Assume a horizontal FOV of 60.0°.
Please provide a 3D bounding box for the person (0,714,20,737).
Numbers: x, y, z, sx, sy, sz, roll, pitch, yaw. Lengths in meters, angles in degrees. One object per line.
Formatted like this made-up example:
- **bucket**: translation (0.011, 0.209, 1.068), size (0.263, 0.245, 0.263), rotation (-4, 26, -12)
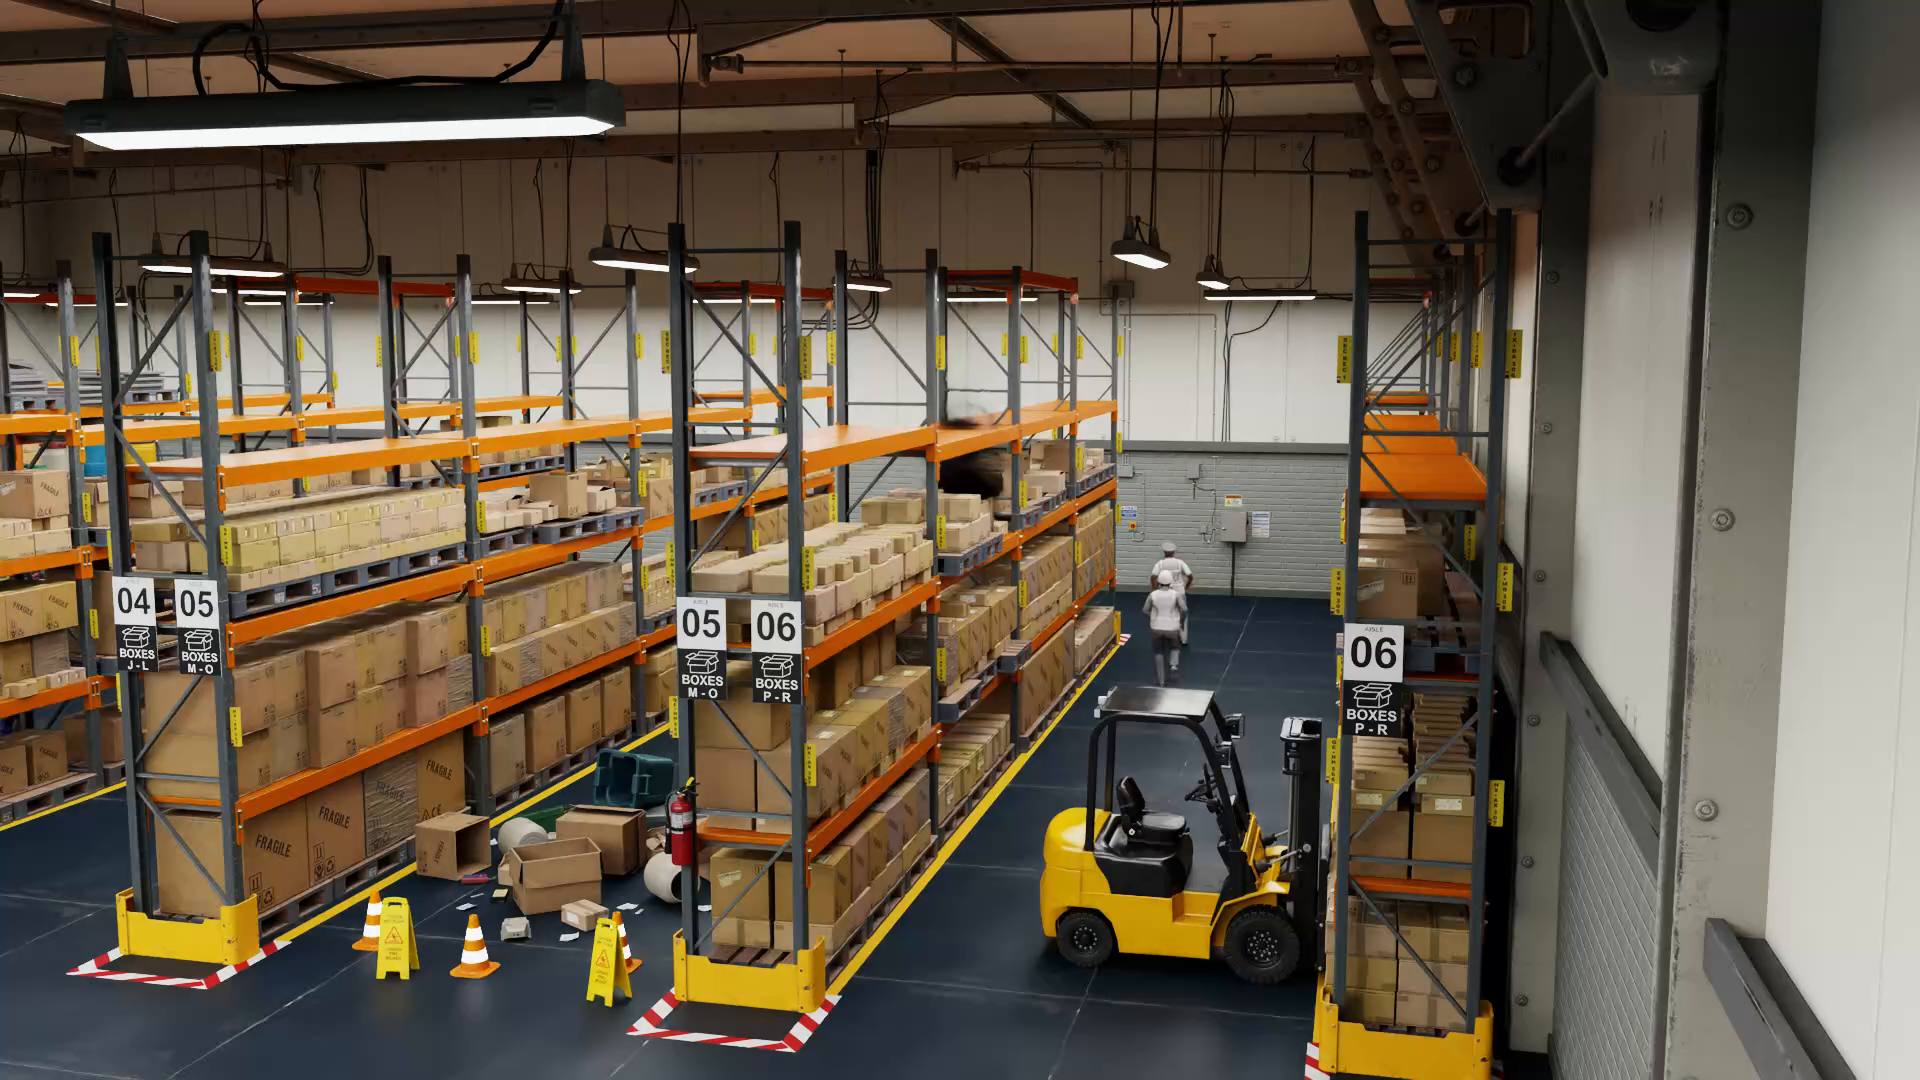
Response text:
- **person**: translation (-12.155, 1.753, 21.237), size (0.617, 1.645, 0.845), rotation (1, 7, 7)

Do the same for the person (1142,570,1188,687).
- **person**: translation (3.058, 1.296, 24.737), size (0.685, 1.730, 0.581), rotation (1, 7, 10)

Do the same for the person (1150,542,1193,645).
- **person**: translation (3.558, 0.903, 28.078), size (0.719, 1.729, 0.549), rotation (0, 7, 4)
